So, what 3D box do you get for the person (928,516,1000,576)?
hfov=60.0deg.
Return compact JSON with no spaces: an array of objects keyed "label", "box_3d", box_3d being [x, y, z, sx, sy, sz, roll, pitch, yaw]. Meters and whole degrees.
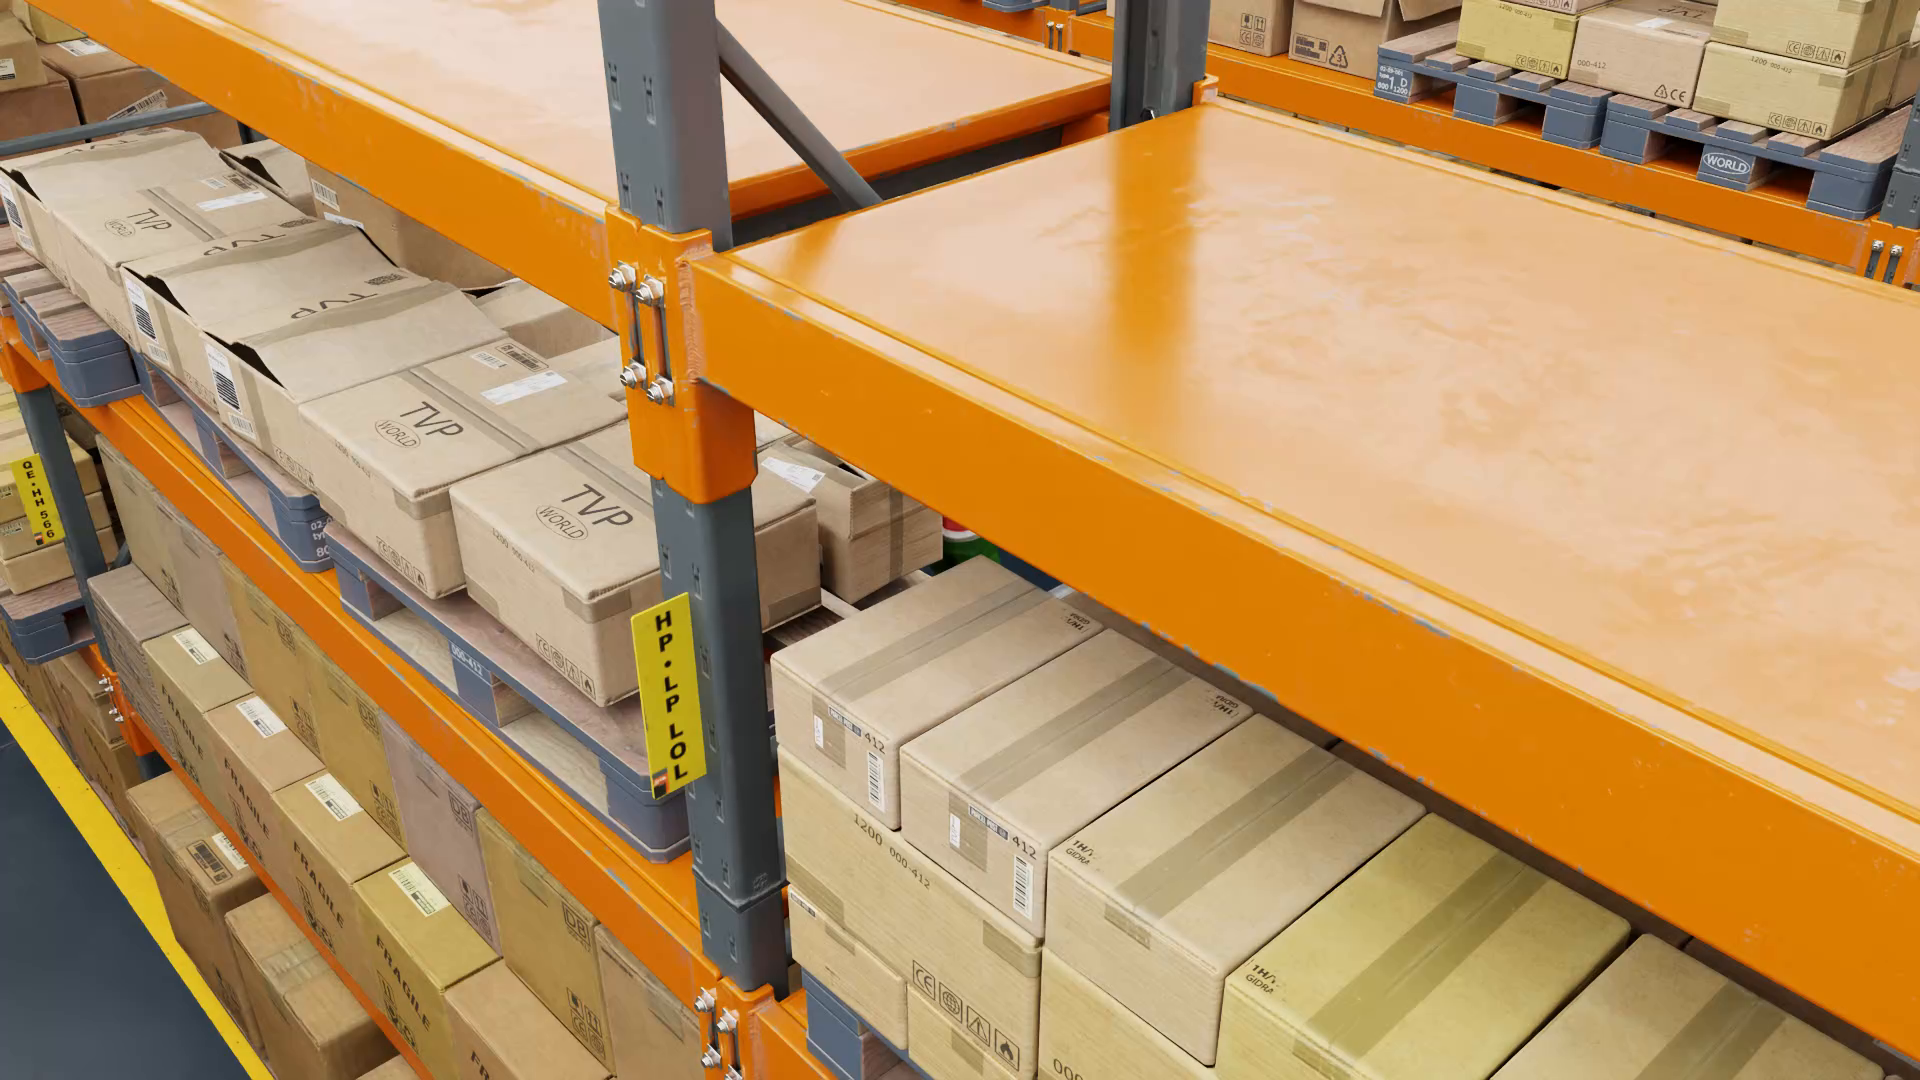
[{"label":"person","box_3d":[0.041,-0.119,7.813,0.573,1.782,0.494,-26,40,-35]}]
